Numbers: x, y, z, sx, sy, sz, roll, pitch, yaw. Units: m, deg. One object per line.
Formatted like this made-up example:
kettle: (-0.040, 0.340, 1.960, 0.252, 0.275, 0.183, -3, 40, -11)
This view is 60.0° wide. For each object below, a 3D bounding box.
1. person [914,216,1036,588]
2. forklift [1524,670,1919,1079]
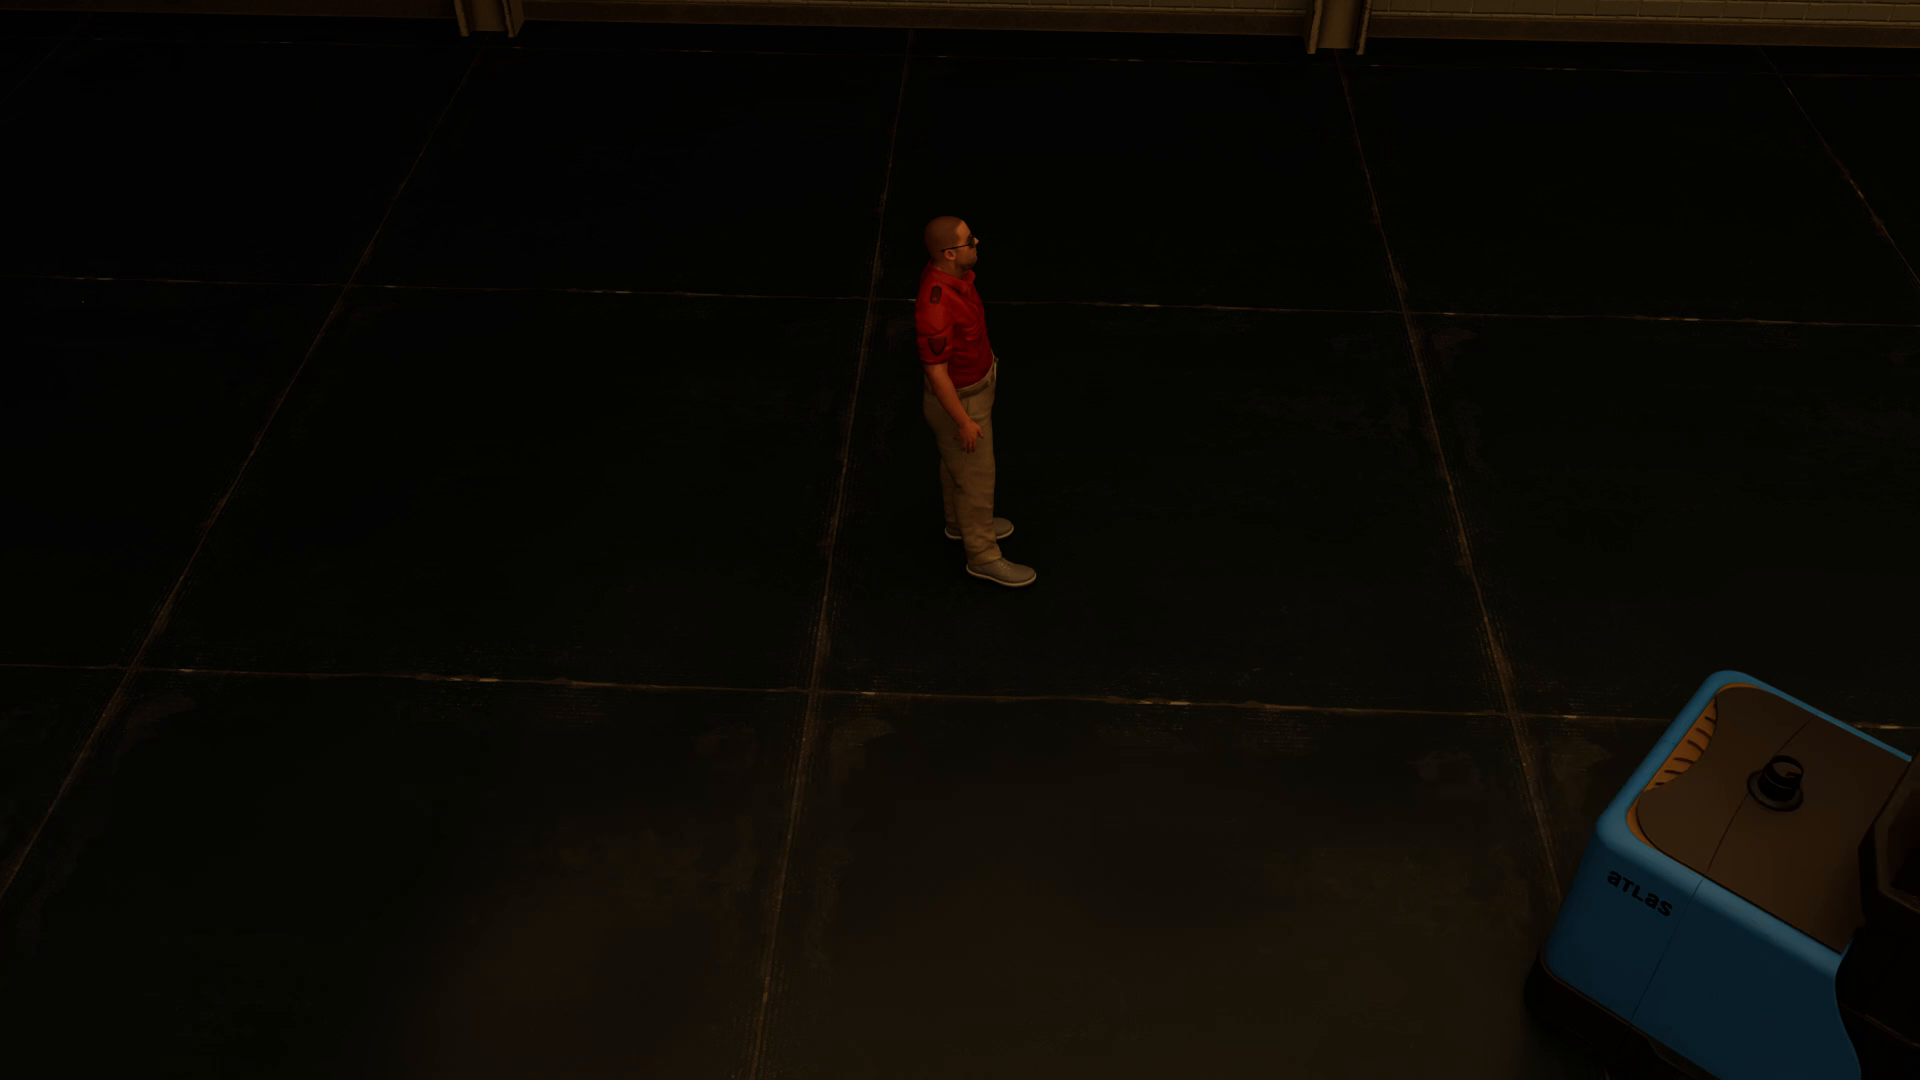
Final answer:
person: (0.089, -0.634, 7.317, 0.550, 1.727, 0.642, 2, 42, 2)
forklift: (3.470, 1.049, 4.593, 3.031, 2.935, 1.130, 31, 51, 30)
